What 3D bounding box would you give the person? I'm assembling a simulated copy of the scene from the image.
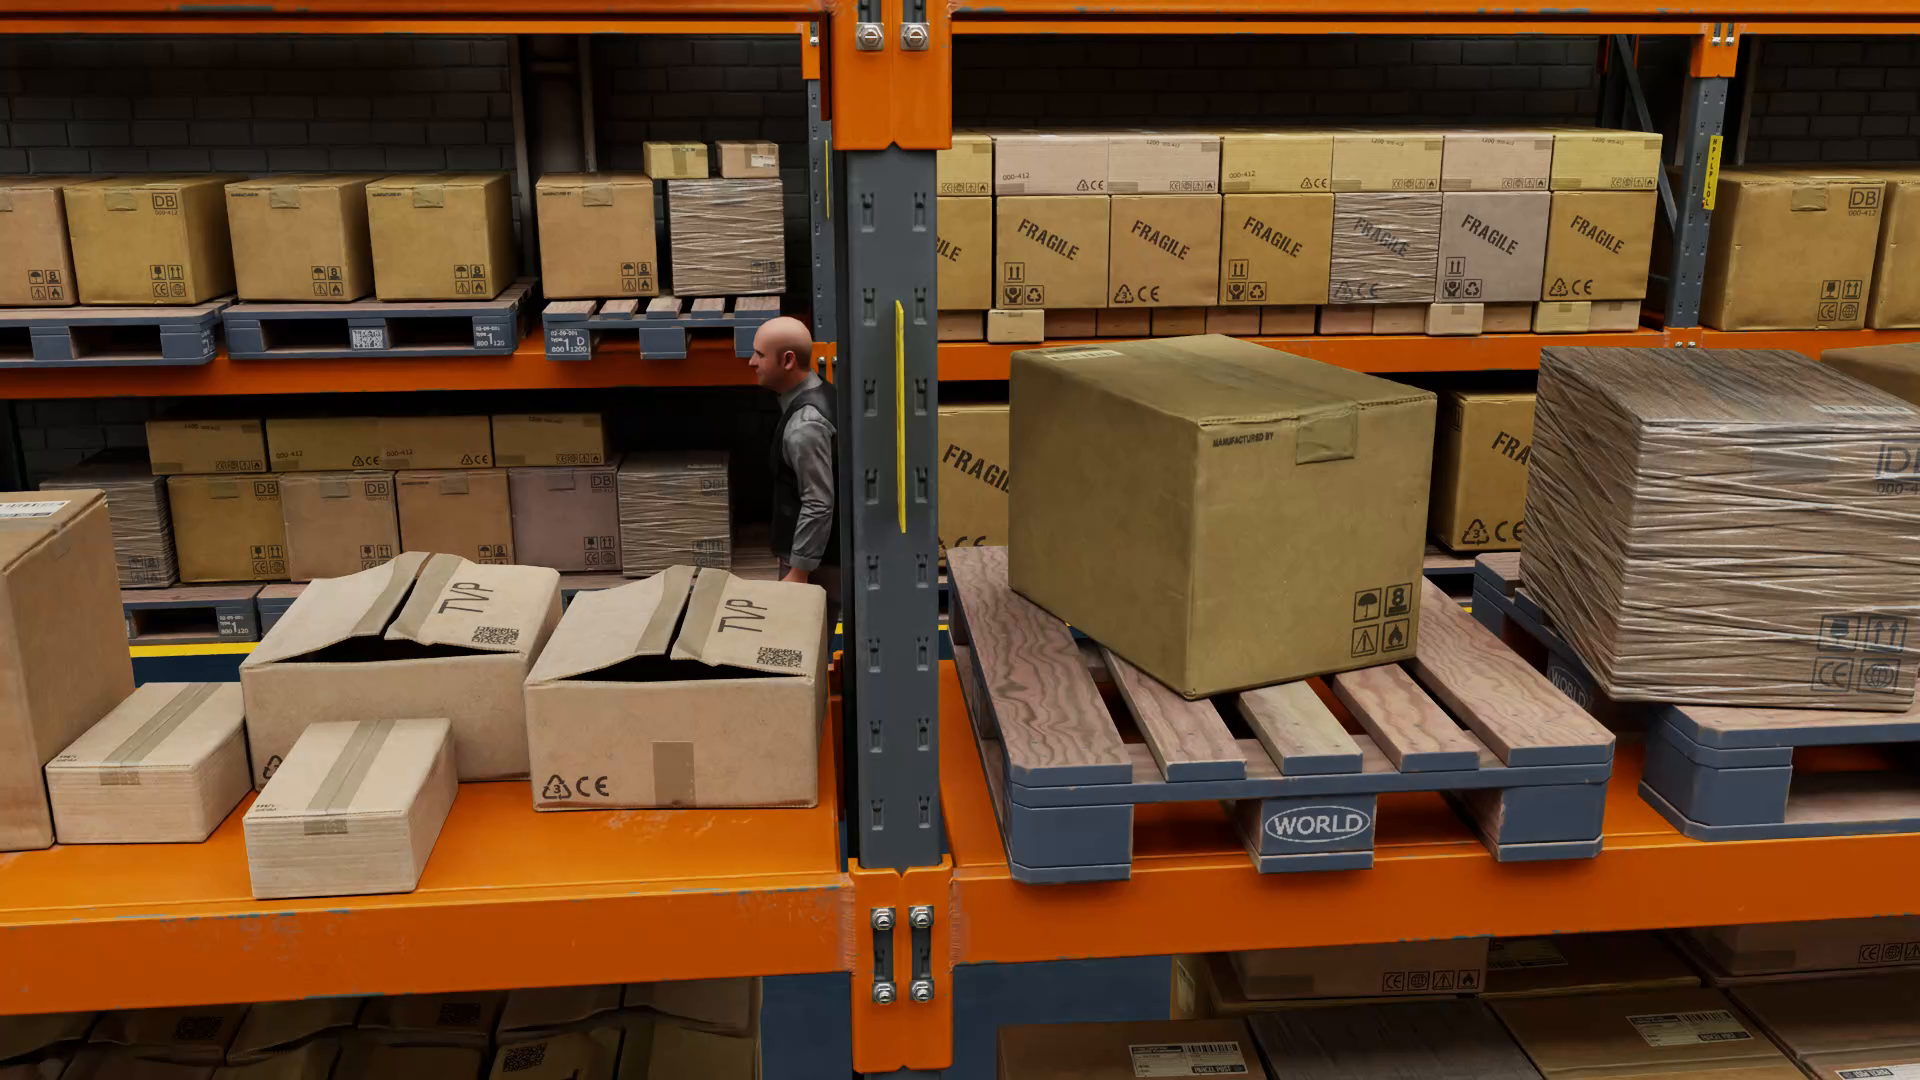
[{"bbox_3d":[-0.518,0.069,5.849,0.419,1.721,0.581,-2,17,-5],"label":"person"}]
